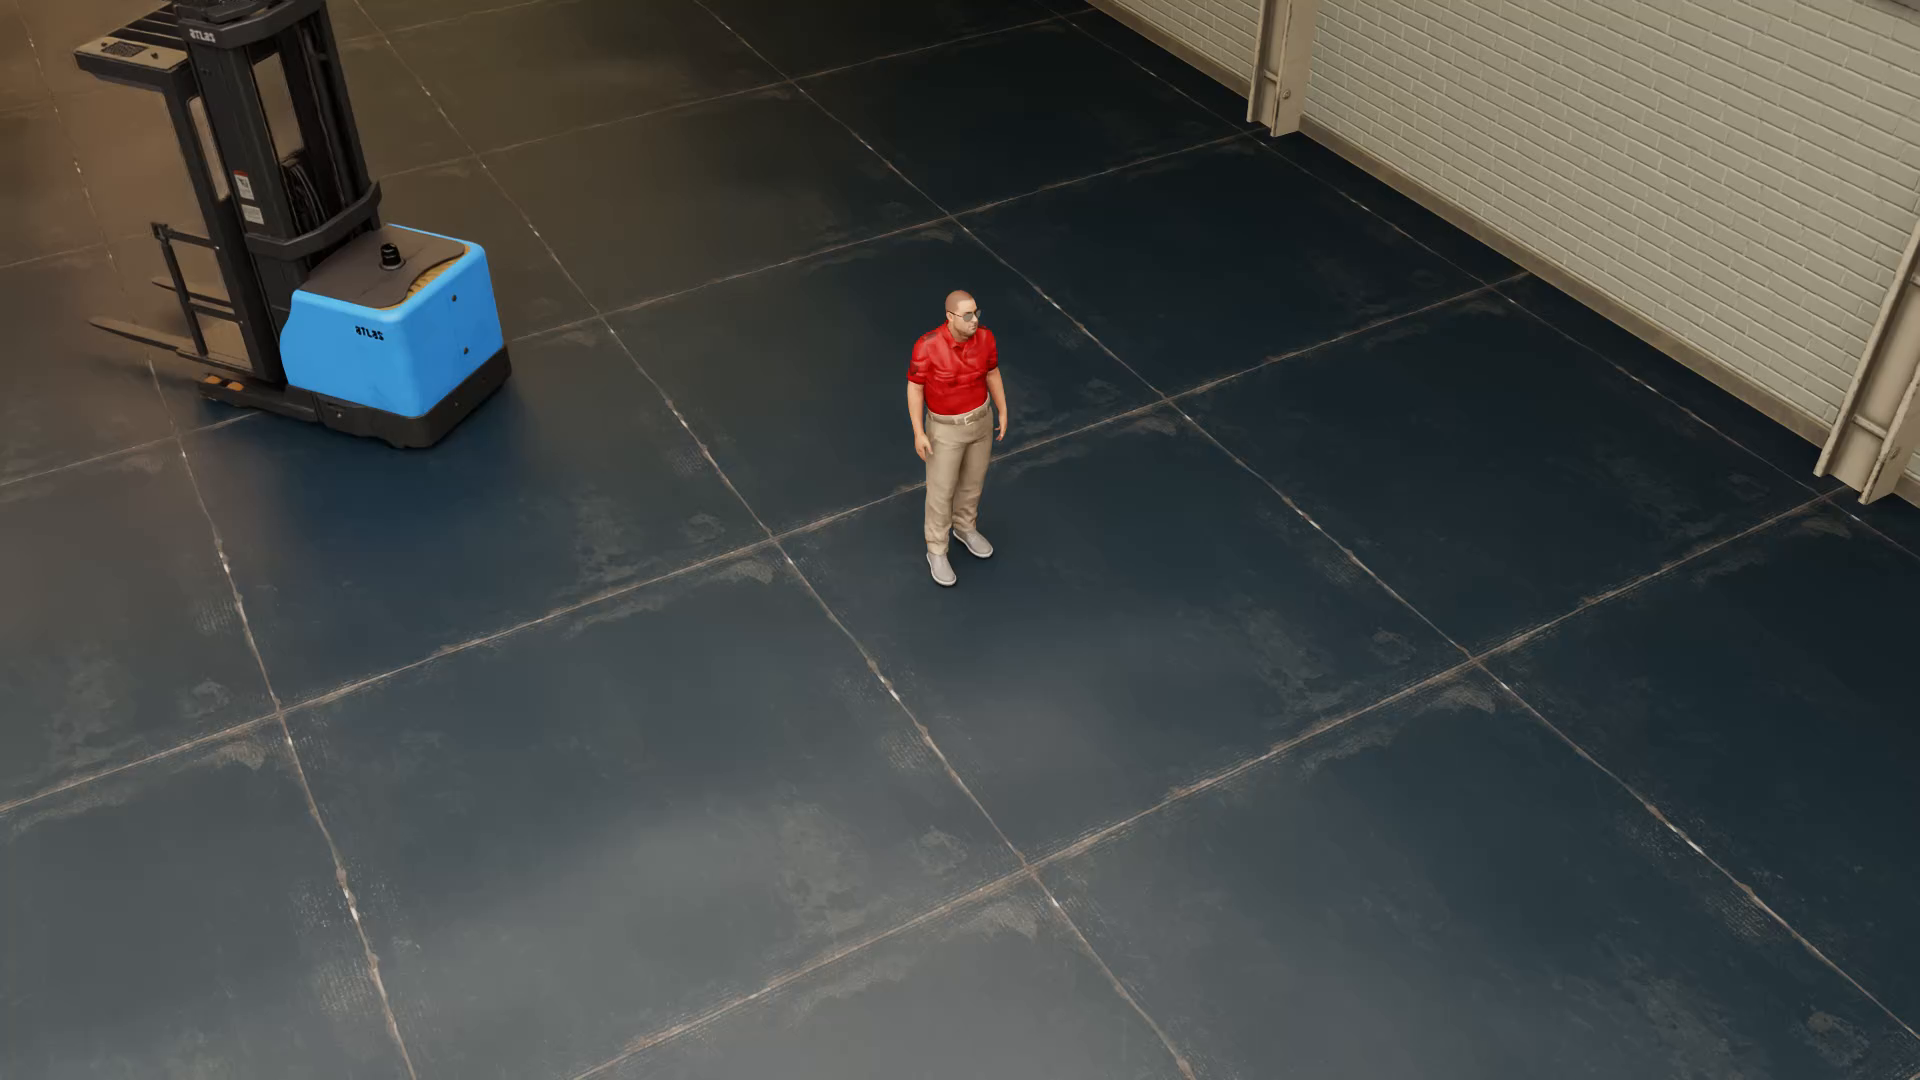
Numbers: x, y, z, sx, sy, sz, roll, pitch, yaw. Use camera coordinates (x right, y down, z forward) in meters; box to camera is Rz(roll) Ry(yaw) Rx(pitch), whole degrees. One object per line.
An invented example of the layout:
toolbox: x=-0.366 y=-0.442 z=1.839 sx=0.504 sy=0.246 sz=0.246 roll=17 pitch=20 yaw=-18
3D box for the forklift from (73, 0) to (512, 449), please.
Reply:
forklift: x=-4.700 y=-2.340 z=10.858 sx=3.031 sy=2.935 sz=1.130 roll=15 pitch=42 yaw=17

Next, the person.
person: x=0.034 y=-0.617 z=9.711 sx=0.640 sy=1.727 sz=0.551 roll=-20 pitch=44 yaw=-23
